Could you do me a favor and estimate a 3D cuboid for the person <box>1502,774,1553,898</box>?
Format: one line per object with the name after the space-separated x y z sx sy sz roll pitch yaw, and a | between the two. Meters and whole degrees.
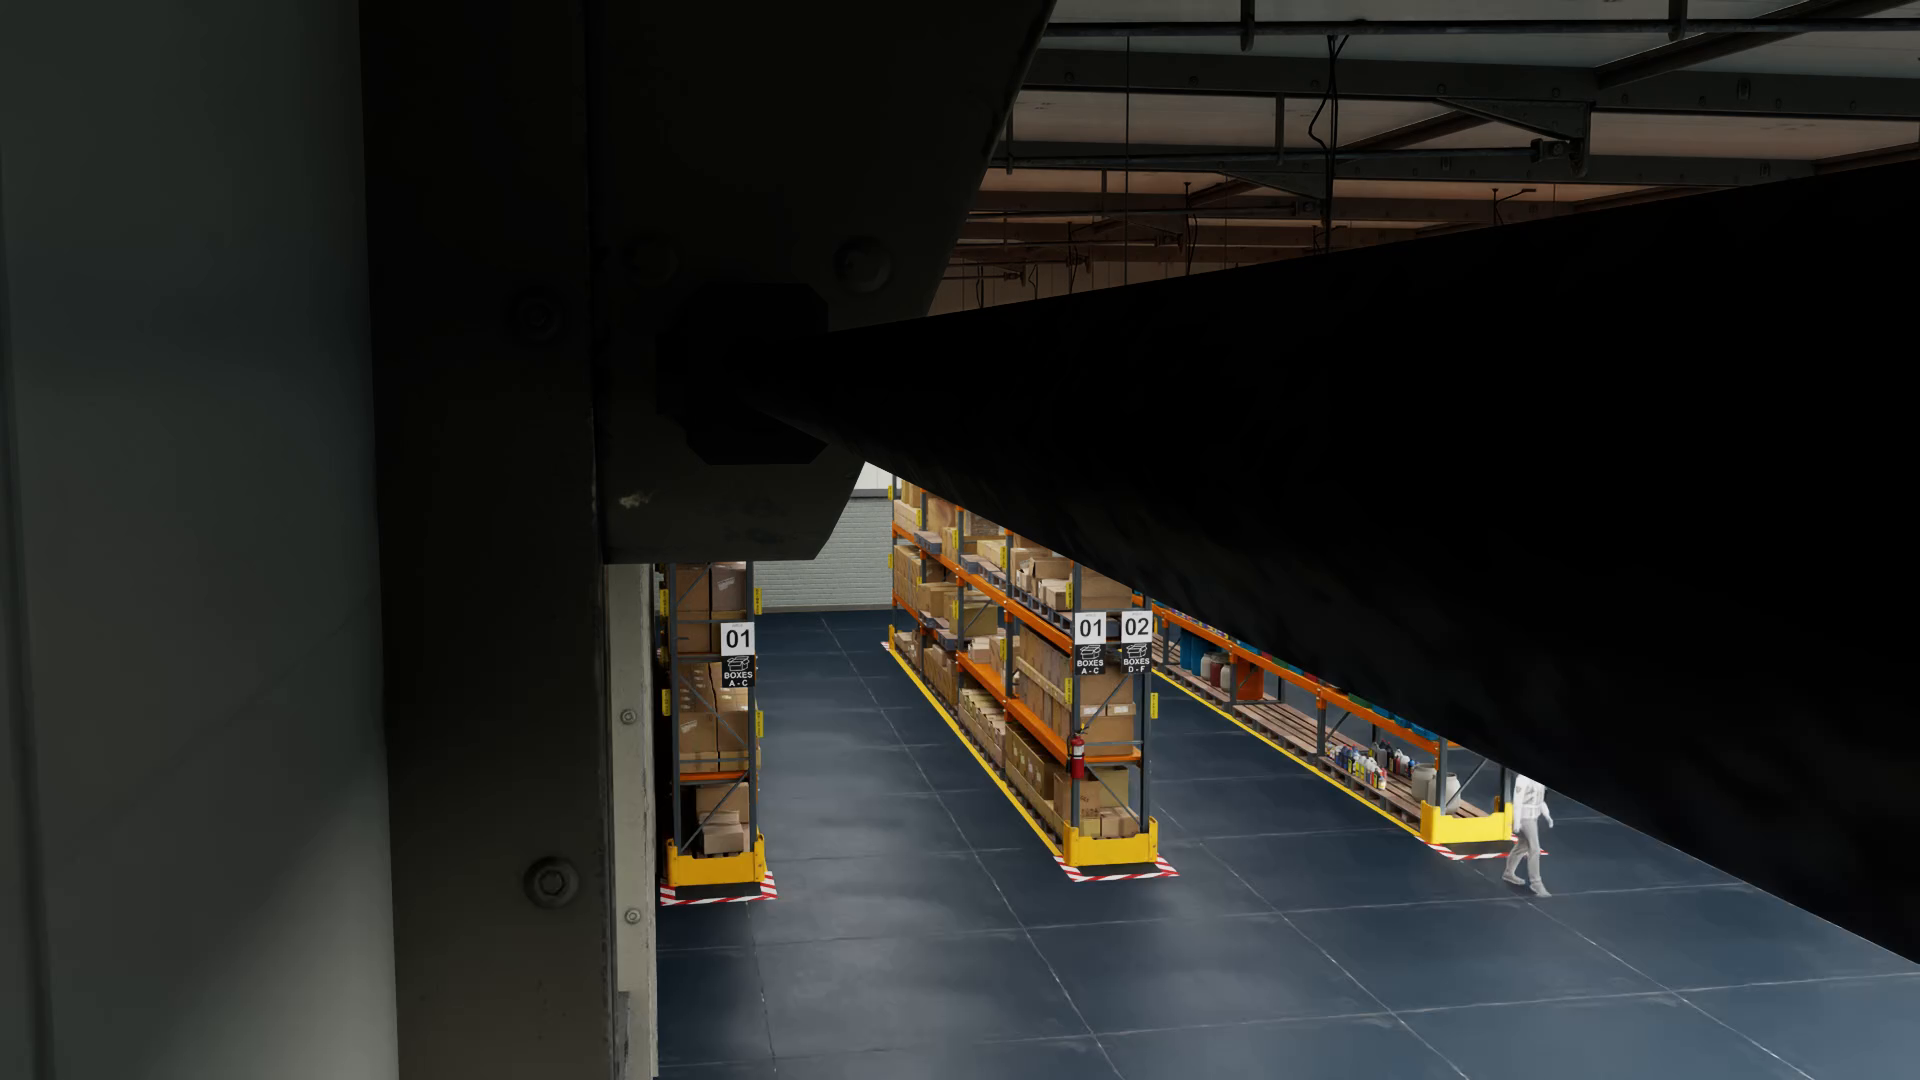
6.844 3.364 19.916 0.651 1.709 0.516 4 7 33 | person
